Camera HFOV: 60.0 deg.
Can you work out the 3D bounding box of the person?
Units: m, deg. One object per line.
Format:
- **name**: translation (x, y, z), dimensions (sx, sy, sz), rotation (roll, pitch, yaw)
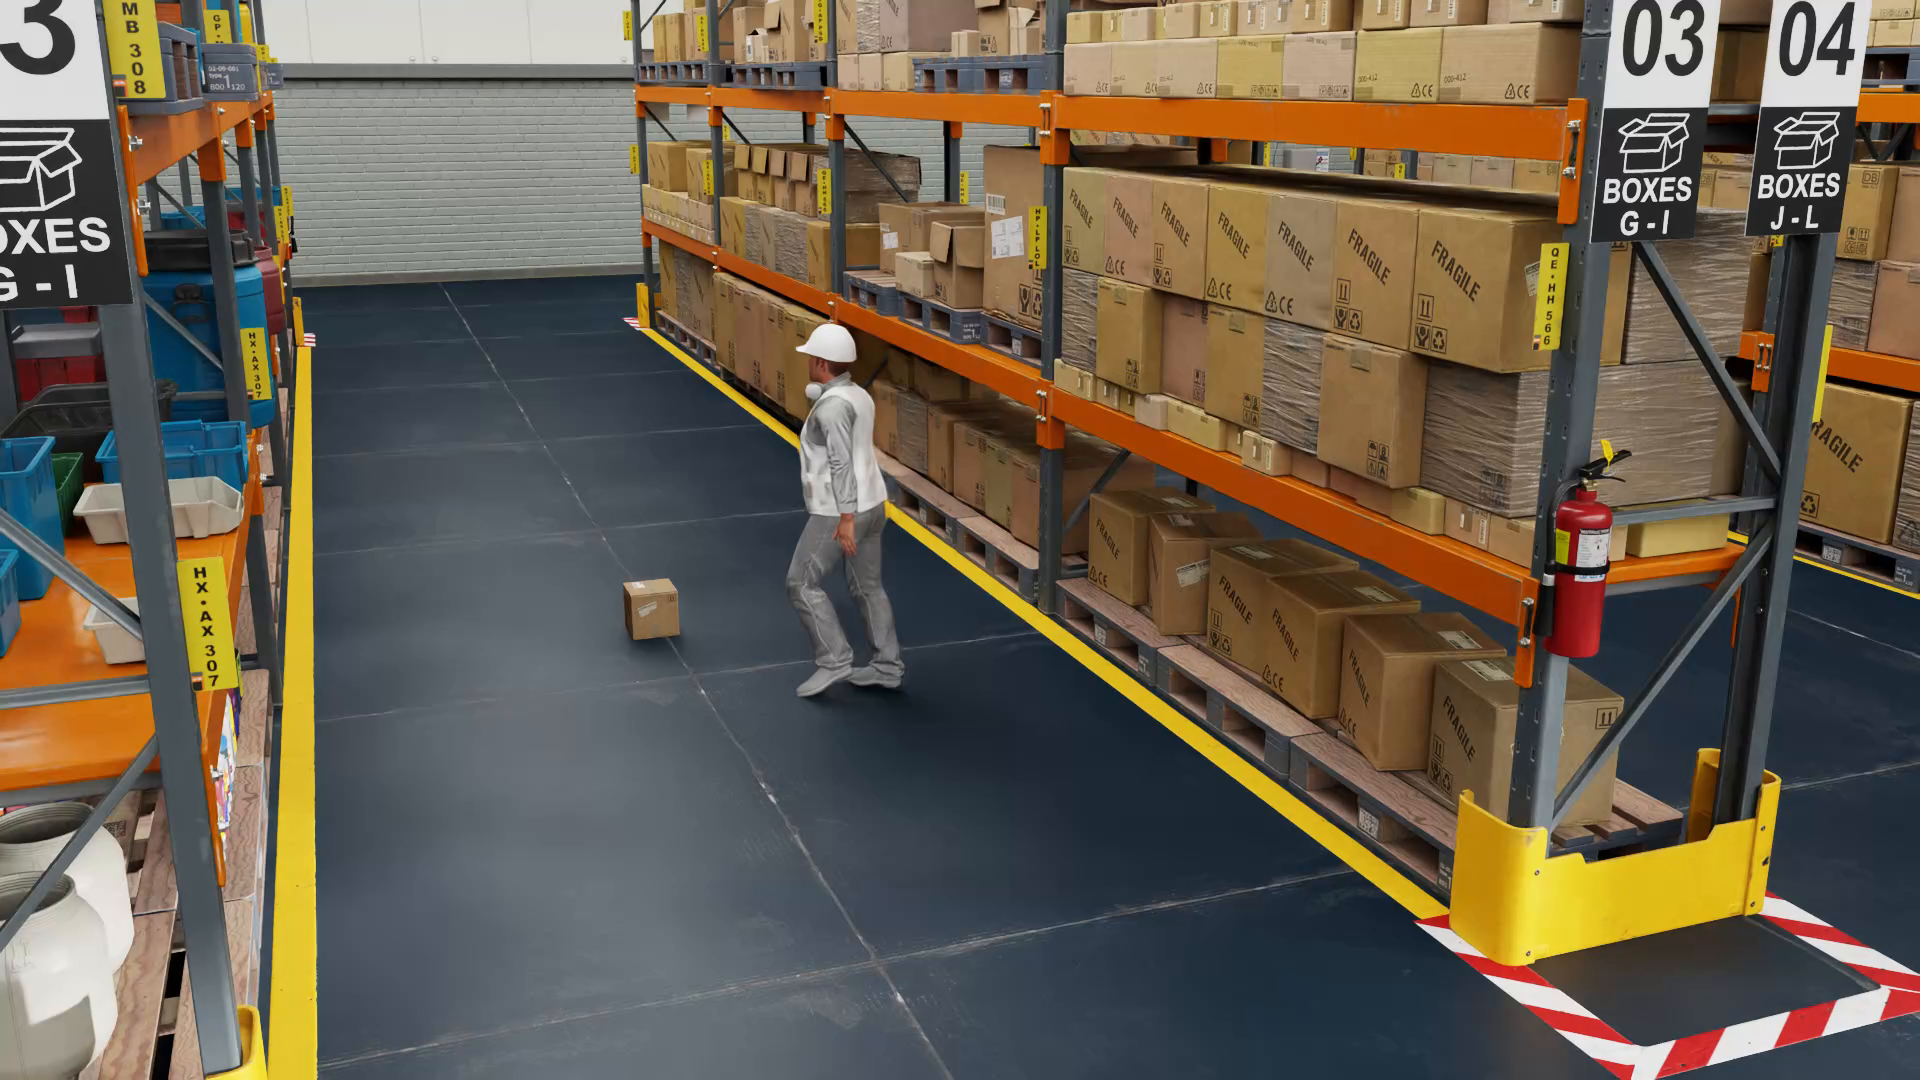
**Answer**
- **person**: translation (-0.523, -0.138, 7.951), dimensions (0.553, 1.778, 0.563), rotation (5, 16, 19)
